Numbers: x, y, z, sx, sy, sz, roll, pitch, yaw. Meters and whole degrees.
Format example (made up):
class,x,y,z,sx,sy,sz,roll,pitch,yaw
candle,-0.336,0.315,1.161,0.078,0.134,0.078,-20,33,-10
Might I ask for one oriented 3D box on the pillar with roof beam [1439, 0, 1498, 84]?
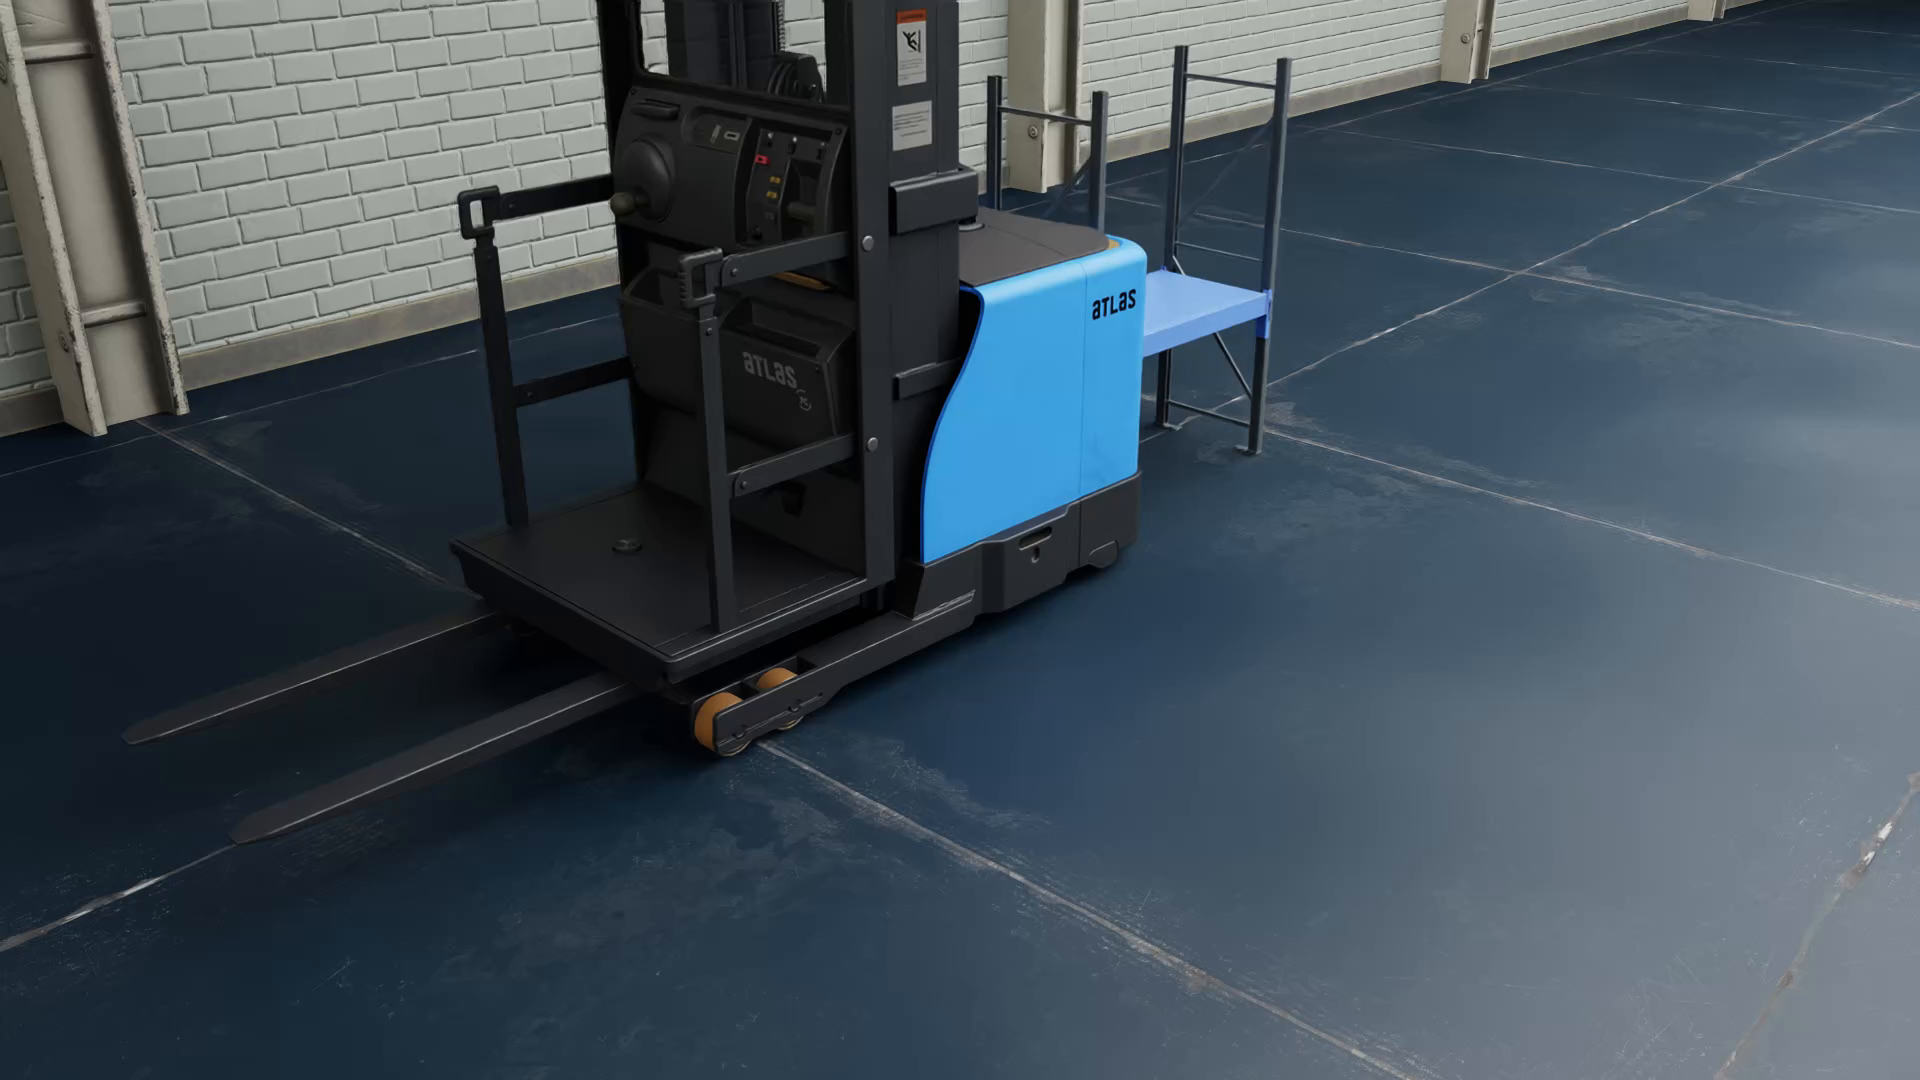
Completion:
class,x,y,z,sx,sy,sz,roll,pitch,yaw
pillar with roof beam,7.755,-7.102,10.592,9.100,9.000,0.400,20,31,38

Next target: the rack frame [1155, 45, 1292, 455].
class,x,y,z,sx,sy,sz,roll,pitch,yaw
rack frame,0.989,-1.090,6.349,0.500,1.500,0.032,22,32,40

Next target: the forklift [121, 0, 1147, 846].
class,x,y,z,sx,sy,sz,roll,pitch,yaw
forklift,-0.787,-0.996,4.388,1.130,2.935,3.031,22,32,40

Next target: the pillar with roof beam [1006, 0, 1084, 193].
class,x,y,z,sx,sy,sz,roll,pitch,yaw
pillar with roof beam,3.751,-5.274,6.515,9.100,9.000,0.400,20,31,38

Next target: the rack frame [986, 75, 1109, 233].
class,x,y,z,sx,sy,sz,roll,pitch,yaw
rack frame,0.279,-0.793,5.685,0.500,1.500,0.032,22,32,40

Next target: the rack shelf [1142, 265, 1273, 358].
class,x,y,z,sx,sy,sz,roll,pitch,yaw
rack shelf,0.634,-0.777,6.090,0.538,0.185,1.000,22,32,40

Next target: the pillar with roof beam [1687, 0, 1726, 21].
class,x,y,z,sx,sy,sz,roll,pitch,yaw
pillar with roof beam,11.760,-8.931,14.669,9.100,9.000,0.400,20,31,38

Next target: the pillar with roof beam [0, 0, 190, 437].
class,x,y,z,sx,sy,sz,roll,pitch,yaw
pillar with roof beam,-0.254,-3.446,2.438,9.100,9.000,0.400,20,31,38

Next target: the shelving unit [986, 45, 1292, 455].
class,x,y,z,sx,sy,sz,roll,pitch,yaw
shelving unit,0.634,-0.942,6.017,0.538,1.500,1.048,22,32,40
